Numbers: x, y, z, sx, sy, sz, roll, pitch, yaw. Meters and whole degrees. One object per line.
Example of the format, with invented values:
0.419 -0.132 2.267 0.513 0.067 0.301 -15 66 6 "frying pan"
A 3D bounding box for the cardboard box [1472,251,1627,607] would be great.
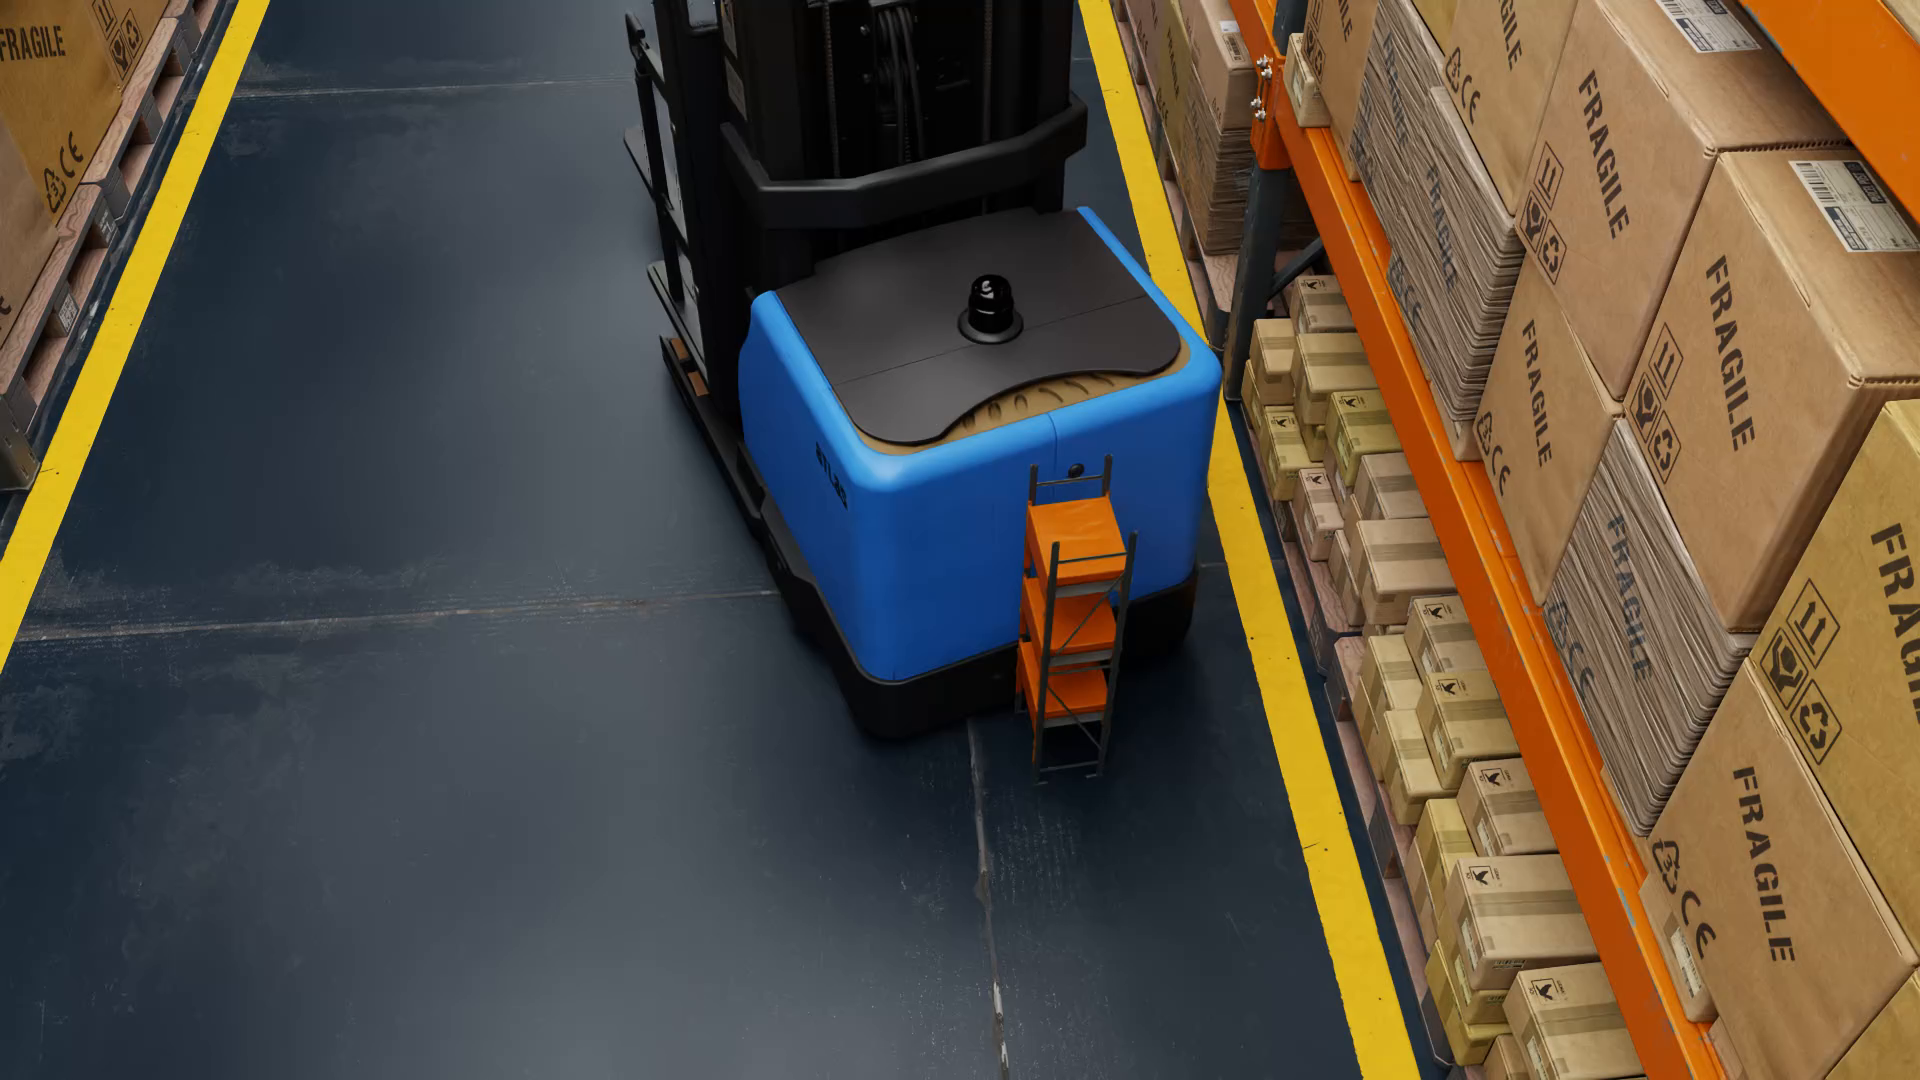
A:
1.325 -0.227 3.126 0.500 0.500 0.500 -1 47 -1 "cardboard box"

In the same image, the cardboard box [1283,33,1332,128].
1.103 -1.264 4.554 0.380 0.149 0.250 -2 47 -2 "cardboard box"

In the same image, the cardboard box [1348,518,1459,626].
1.247 0.078 4.375 0.380 0.149 0.250 -3 47 -2 "cardboard box"

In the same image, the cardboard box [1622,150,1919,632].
1.359 -0.219 2.429 0.500 0.500 0.500 -1 47 -1 "cardboard box"

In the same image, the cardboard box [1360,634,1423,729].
1.261 0.375 4.299 0.380 0.149 0.250 -4 47 -4 "cardboard box"

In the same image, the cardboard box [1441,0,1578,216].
1.270 -0.973 3.144 0.500 0.500 0.500 -3 47 -3 "cardboard box"

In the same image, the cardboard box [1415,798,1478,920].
1.307 0.752 3.941 0.380 0.149 0.250 -1 47 -1 "cardboard box"

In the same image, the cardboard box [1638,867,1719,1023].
1.367 0.641 2.750 0.380 0.149 0.250 -2 47 -2 "cardboard box"

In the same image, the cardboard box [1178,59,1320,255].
1.092 -1.380 5.923 0.500 0.500 0.500 -4 47 -4 "cardboard box"

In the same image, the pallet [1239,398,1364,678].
1.497 -0.132 5.230 1.003 0.211 1.213 -3 47 -3 "pallet"

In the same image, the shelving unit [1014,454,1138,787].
0.282 0.239 4.291 0.215 1.050 0.252 -7 51 -7 "shelving unit"

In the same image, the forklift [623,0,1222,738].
-0.378 -1.540 4.689 1.130 2.935 3.031 -18 49 -16 "forklift"

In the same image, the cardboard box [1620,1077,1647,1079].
1.331 1.218 3.295 0.380 0.149 0.250 -4 47 -4 "cardboard box"

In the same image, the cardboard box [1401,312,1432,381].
1.246 -0.508 3.838 0.380 0.149 0.250 -3 47 -3 "cardboard box"

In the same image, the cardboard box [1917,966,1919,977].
1.454 0.523 1.727 0.500 0.500 0.500 -4 47 -4 "cardboard box"

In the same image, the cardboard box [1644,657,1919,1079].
1.408 0.500 2.437 0.500 0.500 0.500 -4 47 -4 "cardboard box"

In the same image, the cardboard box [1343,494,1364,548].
1.304 -0.012 4.665 0.380 0.149 0.250 -6 47 -5 "cardboard box"

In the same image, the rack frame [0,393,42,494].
-3.519 -1.201 4.321 1.000 3.000 0.127 -3 47 -3 "rack frame"

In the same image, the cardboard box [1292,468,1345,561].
1.211 -0.087 4.940 0.380 0.149 0.250 -4 47 -3 "cardboard box"

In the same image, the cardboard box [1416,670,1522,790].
1.333 0.451 4.022 0.380 0.149 0.250 -3 47 -3 "cardboard box"

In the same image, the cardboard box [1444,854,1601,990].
1.295 0.836 3.657 0.380 0.149 0.250 -2 47 -2 "cardboard box"

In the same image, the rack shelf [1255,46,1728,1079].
1.573 0.120 3.566 1.077 0.370 4.000 -3 47 -3 "rack shelf"

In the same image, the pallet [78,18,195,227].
-3.764 -1.680 6.696 1.003 0.211 1.213 -3 47 -3 "pallet"

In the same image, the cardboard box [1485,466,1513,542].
1.330 -0.123 3.473 0.380 0.149 0.250 -2 47 -2 "cardboard box"

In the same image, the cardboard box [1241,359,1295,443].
1.116 -0.456 5.290 0.380 0.149 0.250 -5 47 -5 "cardboard box"

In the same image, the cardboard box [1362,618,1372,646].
1.339 0.286 4.587 0.380 0.149 0.250 -5 47 -5 "cardboard box"

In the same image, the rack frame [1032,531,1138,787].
0.303 0.331 4.214 0.200 1.050 0.008 -7 51 -7 "rack frame"

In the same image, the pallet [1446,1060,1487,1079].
1.701 1.633 3.558 1.003 0.211 1.213 -3 47 -3 "pallet"

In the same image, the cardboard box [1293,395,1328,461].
1.228 -0.382 5.015 0.380 0.149 0.250 -3 47 -3 "cardboard box"

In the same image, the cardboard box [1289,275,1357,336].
1.228 -0.682 5.094 0.380 0.149 0.250 -2 47 -2 "cardboard box"

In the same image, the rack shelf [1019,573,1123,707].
0.282 0.246 4.299 0.215 0.259 0.240 -7 51 -7 "rack shelf"

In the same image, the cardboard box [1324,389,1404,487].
1.262 -0.299 4.731 0.380 0.149 0.250 -4 47 -4 "cardboard box"

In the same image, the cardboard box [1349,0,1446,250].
1.244 -0.980 3.839 0.500 0.500 0.500 -3 47 -3 "cardboard box"

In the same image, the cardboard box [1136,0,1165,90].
1.011 -2.122 6.627 0.500 0.500 0.500 -4 47 -4 "cardboard box"

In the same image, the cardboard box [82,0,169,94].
-3.808 -2.358 6.592 0.875 0.875 0.875 -3 47 -3 "cardboard box"

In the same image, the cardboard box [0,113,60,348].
-3.650 -1.058 5.360 0.875 0.875 0.875 -2 47 -2 "cardboard box"

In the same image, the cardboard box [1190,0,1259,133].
1.091 -1.641 5.654 0.500 0.250 0.500 -5 47 -4 "cardboard box"

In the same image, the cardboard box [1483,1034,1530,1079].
1.396 1.233 3.691 0.380 0.149 0.250 -3 47 -3 "cardboard box"

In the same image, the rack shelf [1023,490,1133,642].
0.285 0.064 4.081 0.215 0.259 0.240 -7 51 -7 "rack shelf"

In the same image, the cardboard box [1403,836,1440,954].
1.309 0.853 4.050 0.380 0.149 0.250 -3 47 -3 "cardboard box"

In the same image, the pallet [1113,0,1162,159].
1.234 -2.064 7.059 1.003 0.211 1.213 -3 47 -3 "pallet"
